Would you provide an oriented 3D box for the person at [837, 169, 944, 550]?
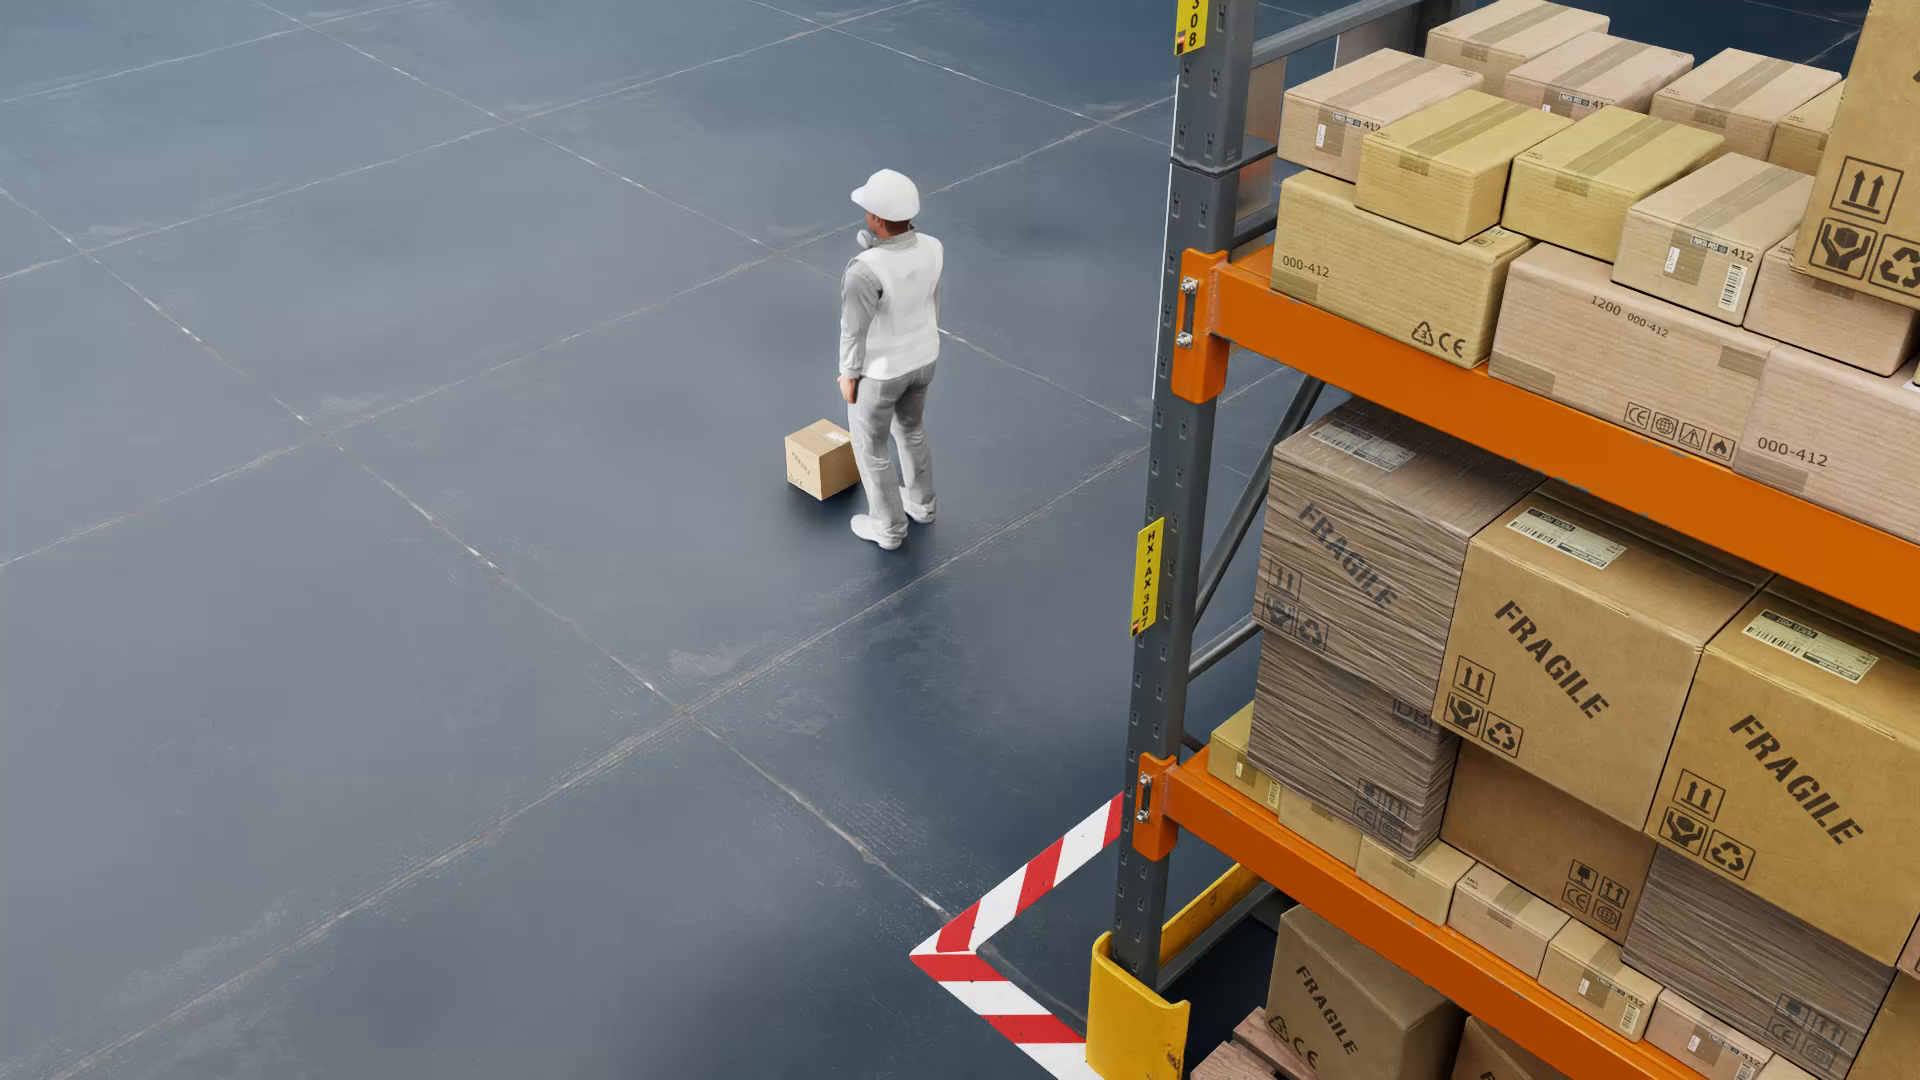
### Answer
[{"bbox_3d":[-0.317,-0.782,7.239,0.532,1.765,0.375,-29,44,-34],"label":"person"}]
